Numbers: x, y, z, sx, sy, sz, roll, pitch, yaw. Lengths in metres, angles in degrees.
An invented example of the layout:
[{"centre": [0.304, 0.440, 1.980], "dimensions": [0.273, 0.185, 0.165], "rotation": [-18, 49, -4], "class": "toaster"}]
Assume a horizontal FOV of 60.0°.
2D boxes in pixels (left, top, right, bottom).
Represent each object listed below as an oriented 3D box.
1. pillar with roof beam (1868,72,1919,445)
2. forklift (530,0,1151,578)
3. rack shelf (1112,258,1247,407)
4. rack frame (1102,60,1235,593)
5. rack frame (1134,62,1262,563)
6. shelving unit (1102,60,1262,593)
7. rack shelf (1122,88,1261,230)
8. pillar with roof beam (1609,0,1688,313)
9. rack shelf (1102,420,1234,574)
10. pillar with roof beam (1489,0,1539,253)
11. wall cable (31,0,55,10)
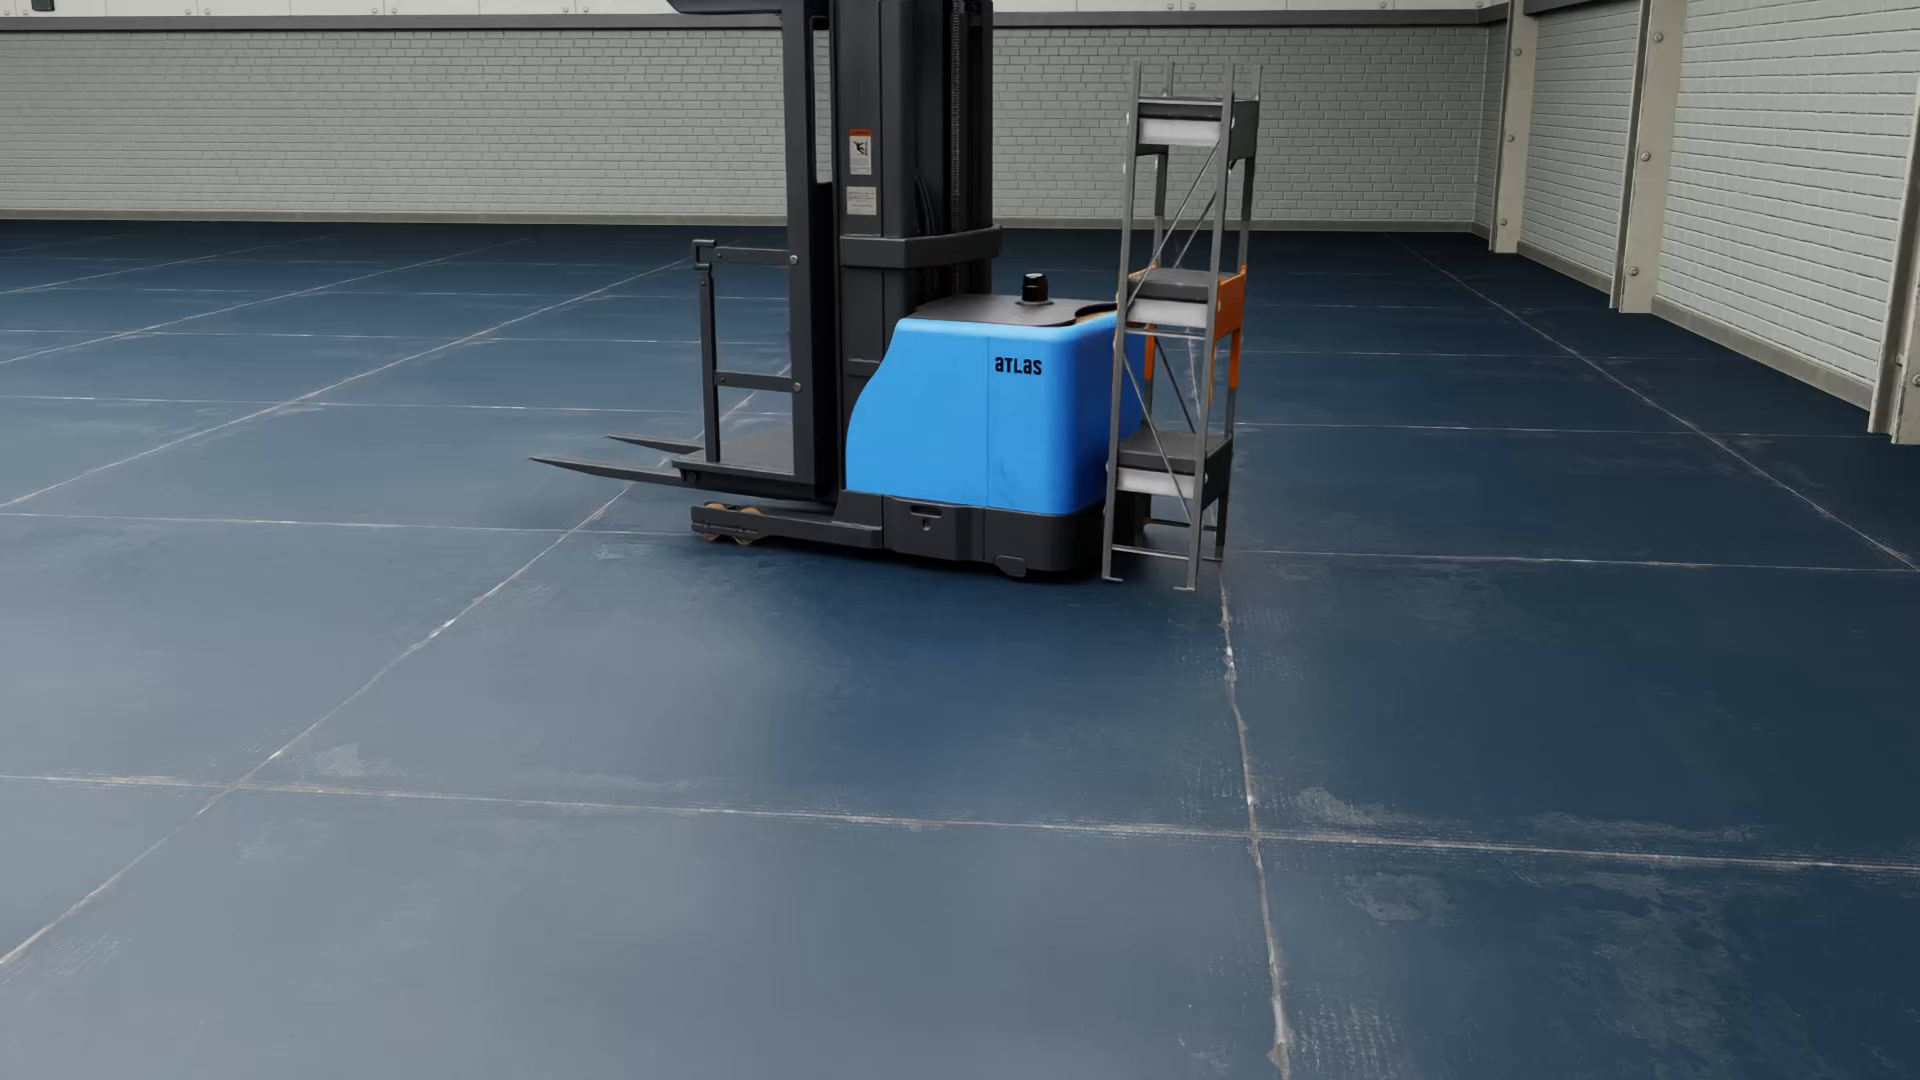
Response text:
[{"centre": [1.375, -5.080, 9.210], "dimensions": [9.100, 9.000, 0.400], "rotation": [2, 15, 6], "class": "pillar with roof beam"}, {"centre": [-0.665, -1.508, 7.623], "dimensions": [3.031, 2.935, 1.130], "rotation": [8, 17, 26], "class": "forklift"}, {"centre": [0.909, -0.866, 6.862], "dimensions": [0.431, 0.518, 0.480], "rotation": [8, 17, 20], "class": "rack shelf"}, {"centre": [0.818, -0.819, 6.640], "dimensions": [0.400, 2.100, 0.015], "rotation": [8, 17, 20], "class": "rack frame"}, {"centre": [1.000, -0.938, 7.077], "dimensions": [0.400, 2.100, 0.015], "rotation": [8, 17, 20], "class": "rack frame"}, {"centre": [0.909, -0.879, 6.859], "dimensions": [0.431, 2.100, 0.503], "rotation": [8, 17, 20], "class": "shelving unit"}, {"centre": [0.932, -1.538, 6.671], "dimensions": [0.431, 0.518, 0.480], "rotation": [8, 17, 20], "class": "rack shelf"}, {"centre": [2.052, -6.636, 14.965], "dimensions": [9.100, 9.000, 0.400], "rotation": [2, 15, 6], "class": "pillar with roof beam"}, {"centre": [0.886, -0.193, 7.054], "dimensions": [0.431, 0.518, 0.480], "rotation": [8, 17, 20], "class": "rack shelf"}, {"centre": [2.729, -8.192, 20.720], "dimensions": [9.100, 9.000, 0.400], "rotation": [2, 15, 6], "class": "pillar with roof beam"}, {"centre": [-13.215, -11.077, 24.871], "dimensions": [2.305, 6.003, 0.169], "rotation": [2, 15, 6], "class": "wall cable"}]
